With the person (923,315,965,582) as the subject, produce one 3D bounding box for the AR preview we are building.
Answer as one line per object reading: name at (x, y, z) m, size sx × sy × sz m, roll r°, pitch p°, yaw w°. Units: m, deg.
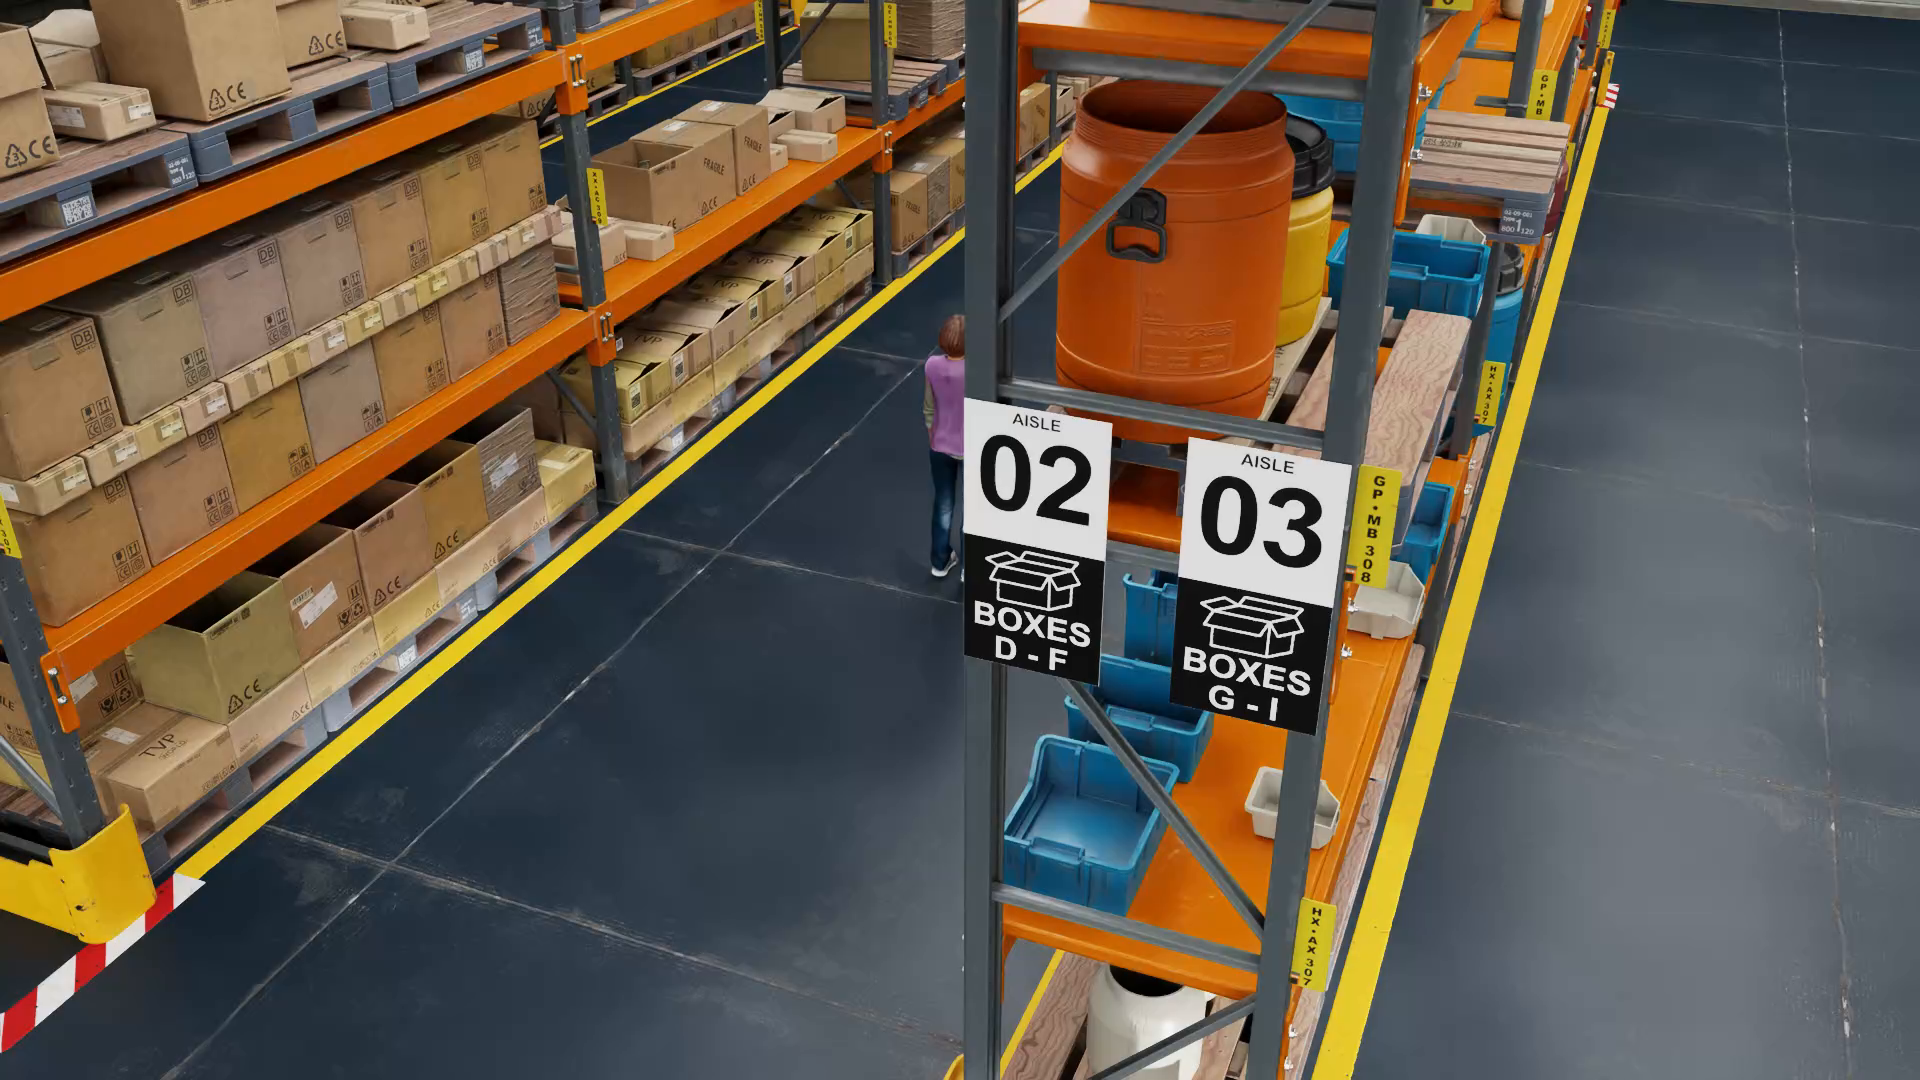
person at (-0.015, -0.450, 9.304) m, size 0.407 × 1.516 × 0.316 m, roll 12°, pitch 32°, yaw 20°
